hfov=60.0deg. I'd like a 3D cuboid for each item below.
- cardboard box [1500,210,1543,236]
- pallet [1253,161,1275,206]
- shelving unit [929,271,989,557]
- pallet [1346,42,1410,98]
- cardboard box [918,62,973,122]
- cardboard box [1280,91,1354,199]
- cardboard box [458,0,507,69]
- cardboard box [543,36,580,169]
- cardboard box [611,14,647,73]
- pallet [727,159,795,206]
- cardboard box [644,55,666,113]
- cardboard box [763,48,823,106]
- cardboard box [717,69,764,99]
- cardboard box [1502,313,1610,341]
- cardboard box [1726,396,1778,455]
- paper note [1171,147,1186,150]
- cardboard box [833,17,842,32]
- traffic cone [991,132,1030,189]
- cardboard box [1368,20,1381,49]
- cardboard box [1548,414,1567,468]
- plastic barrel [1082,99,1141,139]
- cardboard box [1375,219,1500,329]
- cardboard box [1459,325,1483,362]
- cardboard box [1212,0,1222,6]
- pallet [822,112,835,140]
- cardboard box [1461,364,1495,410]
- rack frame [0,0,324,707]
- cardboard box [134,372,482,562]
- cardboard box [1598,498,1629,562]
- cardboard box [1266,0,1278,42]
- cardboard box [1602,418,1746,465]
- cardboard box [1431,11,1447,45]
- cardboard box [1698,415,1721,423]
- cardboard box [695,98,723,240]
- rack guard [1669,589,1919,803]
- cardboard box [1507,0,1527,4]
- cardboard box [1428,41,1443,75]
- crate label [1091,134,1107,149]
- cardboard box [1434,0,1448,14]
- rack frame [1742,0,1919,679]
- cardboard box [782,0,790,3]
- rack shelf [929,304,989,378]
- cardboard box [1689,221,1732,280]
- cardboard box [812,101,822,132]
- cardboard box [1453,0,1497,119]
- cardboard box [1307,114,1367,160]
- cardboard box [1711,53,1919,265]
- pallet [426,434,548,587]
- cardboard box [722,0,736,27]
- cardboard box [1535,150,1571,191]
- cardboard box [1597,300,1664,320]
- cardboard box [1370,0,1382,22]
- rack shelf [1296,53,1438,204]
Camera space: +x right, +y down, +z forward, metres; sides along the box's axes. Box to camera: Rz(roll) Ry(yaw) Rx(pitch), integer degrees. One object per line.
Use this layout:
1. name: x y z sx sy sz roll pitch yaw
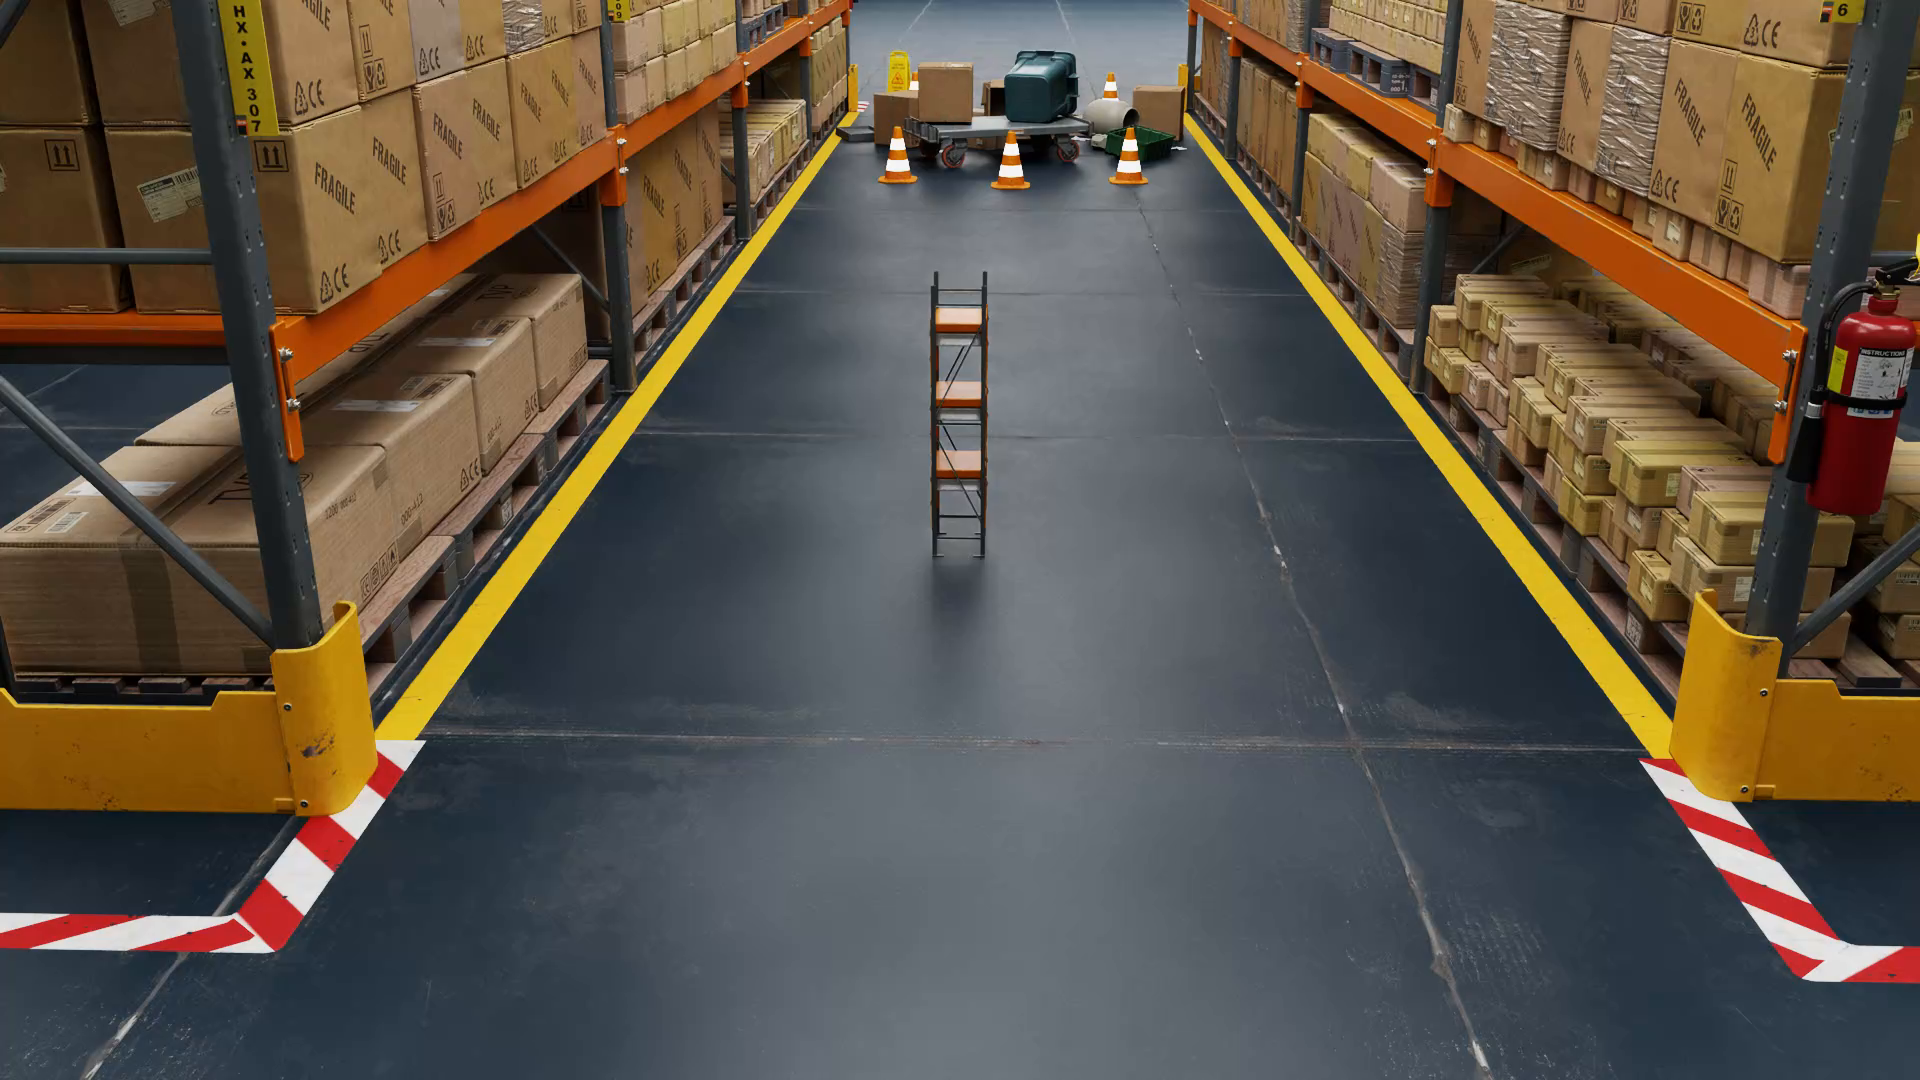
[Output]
1. cardboard box: 3.081 -1.787 8.825 0.500 0.250 0.500 0 21 -1
2. pallet: 3.056 -3.013 14.002 1.003 0.211 1.213 1 21 2
3. shelving unit: -0.002 -0.470 6.289 0.215 1.050 0.252 1 21 2
4. pallet: 2.897 -2.783 9.820 1.003 0.211 1.213 1 21 2
5. cardboard box: -0.133 -4.232 15.697 0.500 0.500 0.500 1 21 2
6. cardboard box: 3.025 -2.955 12.527 1.050 0.750 0.750 0 21 1
7. cardboard box: -1.948 -1.951 5.889 0.500 0.500 0.500 1 21 2
8. cardboard box: -1.925 -1.850 7.013 0.500 0.500 0.500 0 21 0
9. cardboard box: -1.861 -2.479 8.288 0.500 0.250 0.500 0 21 0
10. pallet: -1.969 -3.029 14.044 1.003 0.211 1.213 1 21 2
11. cardboard box: -1.865 -2.434 8.862 0.500 0.250 0.500 0 21 0
12. cardboard box: -1.625 -4.527 16.232 0.500 0.500 0.500 2 21 4
13. cardboard box: -2.163 -4.533 16.249 0.500 0.500 0.500 0 21 1
14. cardboard box: 2.566 -0.879 7.185 0.380 0.149 0.250 0 21 0
15. cardboard box: 2.995 -0.407 5.970 0.380 0.149 0.250 1 21 4
16. paper note: 2.153 -3.904 16.548 0.147 0.020 0.142 -16 26 -35
17. cardboard box: -1.499 -5.639 18.202 0.380 0.149 0.250 1 21 3
18. traffic cone: 0.440 -3.290 14.370 0.336 0.463 0.334 1 21 2
19. cardboard box: 2.663 -3.028 9.954 0.380 0.149 0.250 1 21 2
20. cardboard box: 2.447 -0.363 6.268 0.380 0.149 0.250 2 21 4
21. plastic barrel: 1.539 -4.261 16.925 0.512 0.421 0.421 18 27 38
22. cardboard box: 2.565 -1.443 8.977 0.500 0.500 0.500 0 21 1
23. cardboard box: 2.546 -0.928 7.722 0.380 0.149 0.250 1 21 2
24. cardboard box: 3.081 -5.824 17.185 0.875 0.550 0.500 1 21 2
25. pallet: -1.893 -4.438 17.676 1.003 0.211 1.213 1 21 2
26. cardboard box: 2.499 -0.694 7.532 0.380 0.149 0.250 1 21 1
27. rack frame: -2.278 -0.714 4.222 1.000 3.000 0.127 1 21 2
28. cardboard box: -2.338 -0.286 6.081 0.875 0.438 0.875 1 21 3
29. cardboard box: 2.476 -0.033 5.829 0.380 0.149 0.250 1 21 2
30. cardboard box: 2.694 -4.162 12.971 0.500 0.500 0.500 0 21 1
31. cardboard box: 2.453 -0.312 5.726 0.380 0.149 0.250 0 21 -1
32. cardboard box: 2.616 -2.601 8.441 0.380 0.149 0.250 1 21 2
33. cardboard box: 2.926 -0.363 6.267 0.380 0.149 0.250 2 21 4
34. cardboard box: -2.138 -2.563 11.344 0.875 0.875 0.875 0 21 1
35. rack guard: 2.675 0.442 4.699 1.175 0.500 0.348 1 21 2
36. cardboard box: 2.537 -2.446 6.754 0.500 0.500 0.500 0 21 0
37. cardboard box: 2.616 -2.461 8.491 0.380 0.149 0.250 1 21 2
38. crate label: 1.457 -3.960 16.545 0.298 0.136 0.250 -16 26 -35
39. cardboard box: 2.619 -2.743 8.395 0.380 0.149 0.250 0 21 0
40. rack frame: 2.673 -0.696 4.176 1.000 3.000 0.127 1 21 2
41. cardboard box: -1.654 -4.661 14.163 0.380 0.149 0.250 1 21 2
42. rack shelf: -0.002 -0.725 6.190 0.215 0.259 0.240 1 21 2
43. cardboard box: 2.438 -0.880 4.998 0.380 0.149 0.250 0 21 1
44. cardboard box: -1.625 -4.177 16.368 0.500 0.250 0.500 0 21 -1
45. cardboard box: 2.528 -2.151 7.377 0.500 0.500 0.500 0 21 1
46. cardboard box: 2.653 -2.722 11.236 0.500 0.250 0.500 0 21 -1
47. cardboard box: 2.429 -1.047 4.530 0.500 0.500 0.500 1 21 3
48. pallet: -2.292 -0.144 6.608 1.003 0.211 1.213 1 21 2
49. cardboard box: -1.795 -3.592 11.155 0.500 0.250 0.500 1 21 1
50. cardboard box: 2.468 -1.450 6.466 0.380 0.149 0.250 2 21 4
51. cardboard box: 3.076 -0.972 7.425 0.380 0.149 0.250 0 21 1
52. cardboard box: 2.663 -3.168 9.902 0.380 0.149 0.250 0 21 1
53. rack shelf: 2.856 -2.530 9.897 1.077 0.370 4.000 1 21 2
